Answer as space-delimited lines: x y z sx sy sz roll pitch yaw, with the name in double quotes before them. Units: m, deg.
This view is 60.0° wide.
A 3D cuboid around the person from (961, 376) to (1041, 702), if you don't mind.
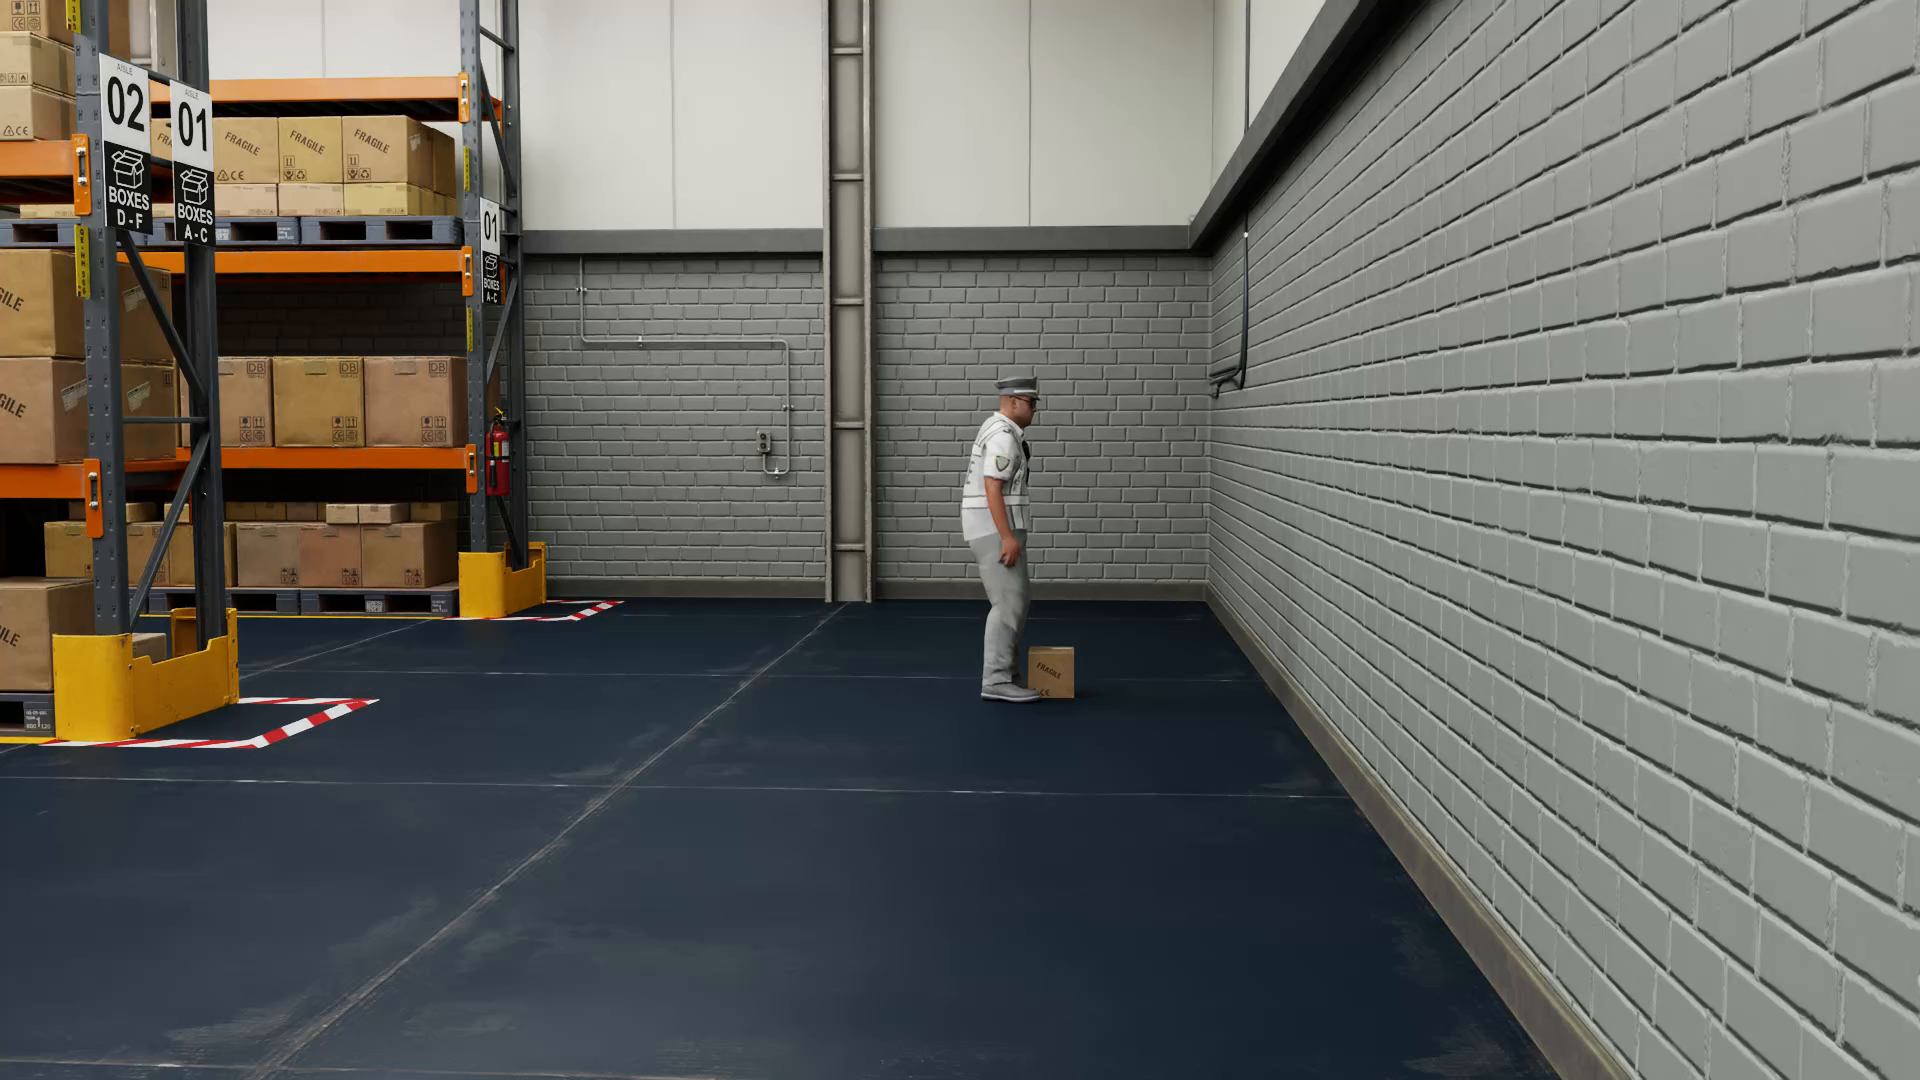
"person" 0.245 -0.021 9.102 0.467 1.748 0.587 0 4 4
